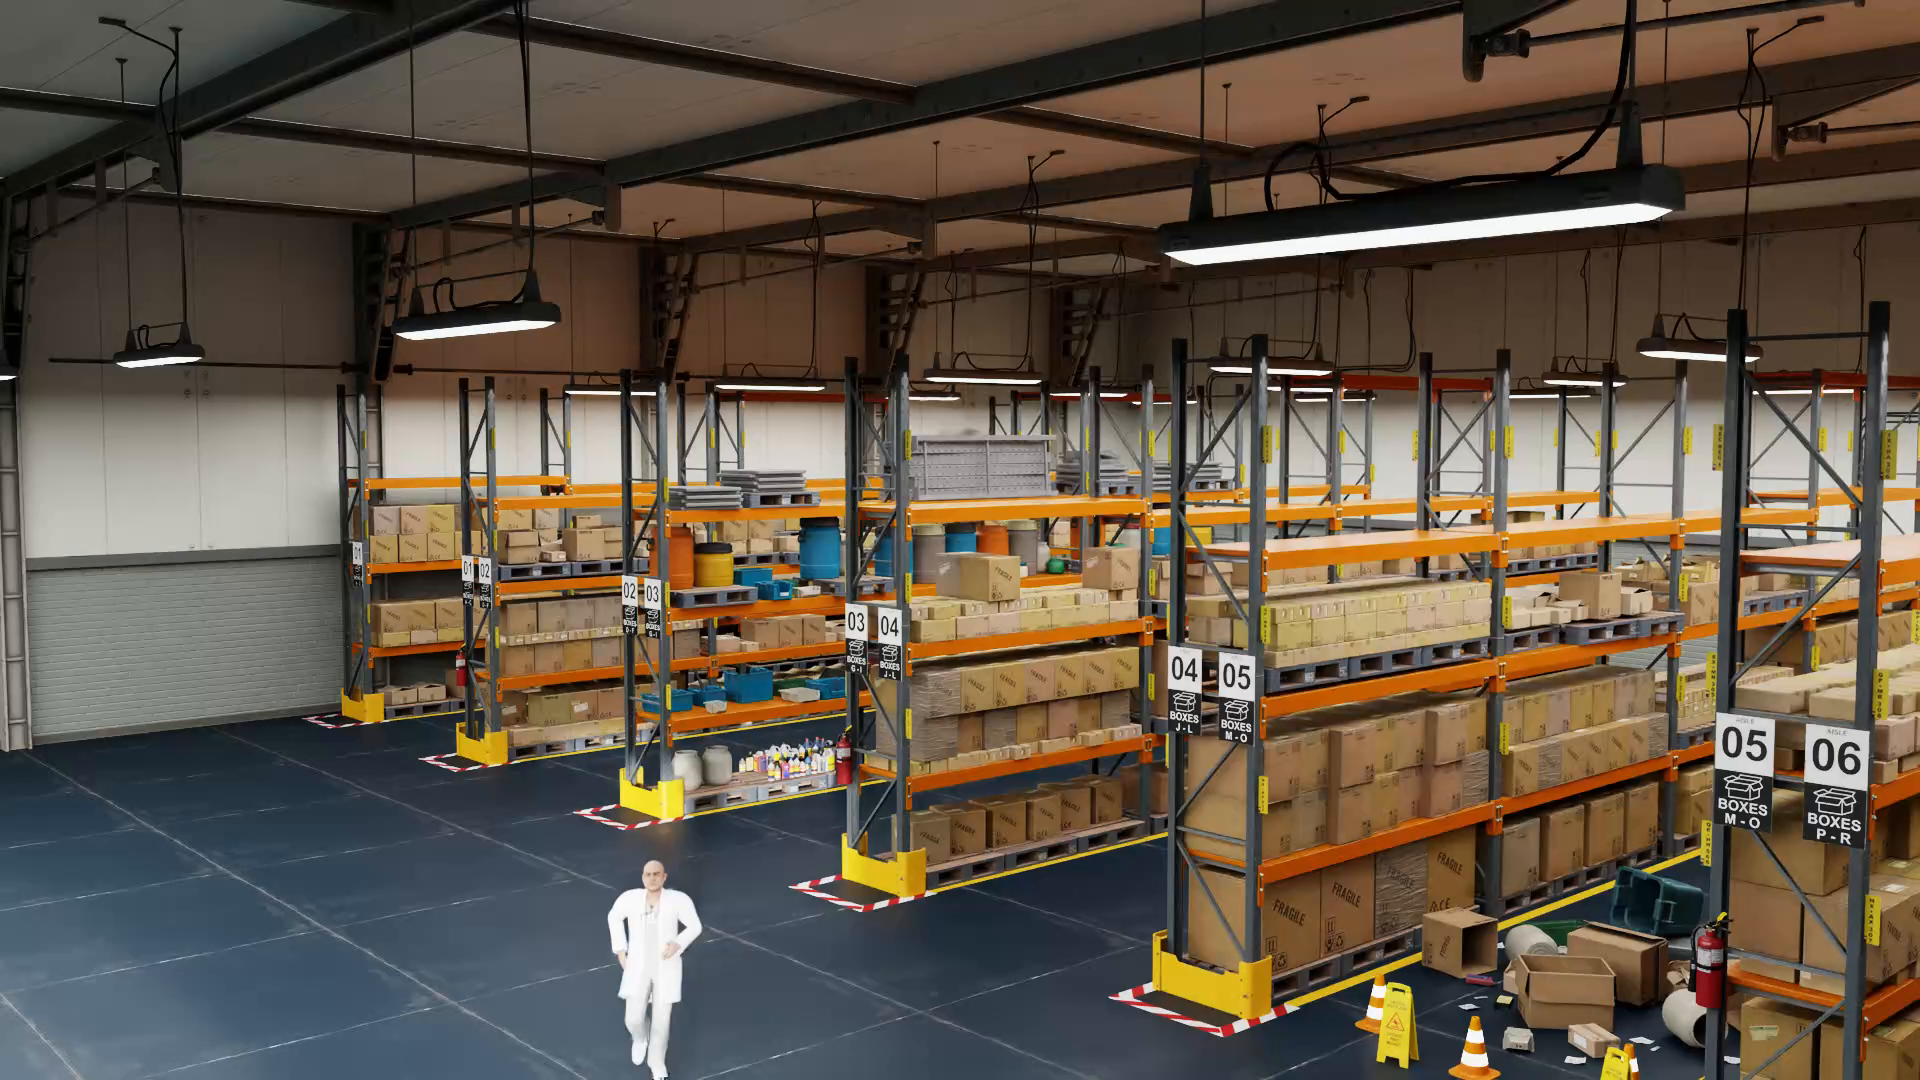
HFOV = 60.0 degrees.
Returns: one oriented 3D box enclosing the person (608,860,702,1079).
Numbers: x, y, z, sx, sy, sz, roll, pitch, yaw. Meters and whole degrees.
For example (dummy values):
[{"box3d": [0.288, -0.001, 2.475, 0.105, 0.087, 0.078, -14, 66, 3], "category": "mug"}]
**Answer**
[{"box3d": [-2.441, 3.424, 13.222, 0.759, 1.750, 0.601, 0, 4, -3], "category": "person"}]
